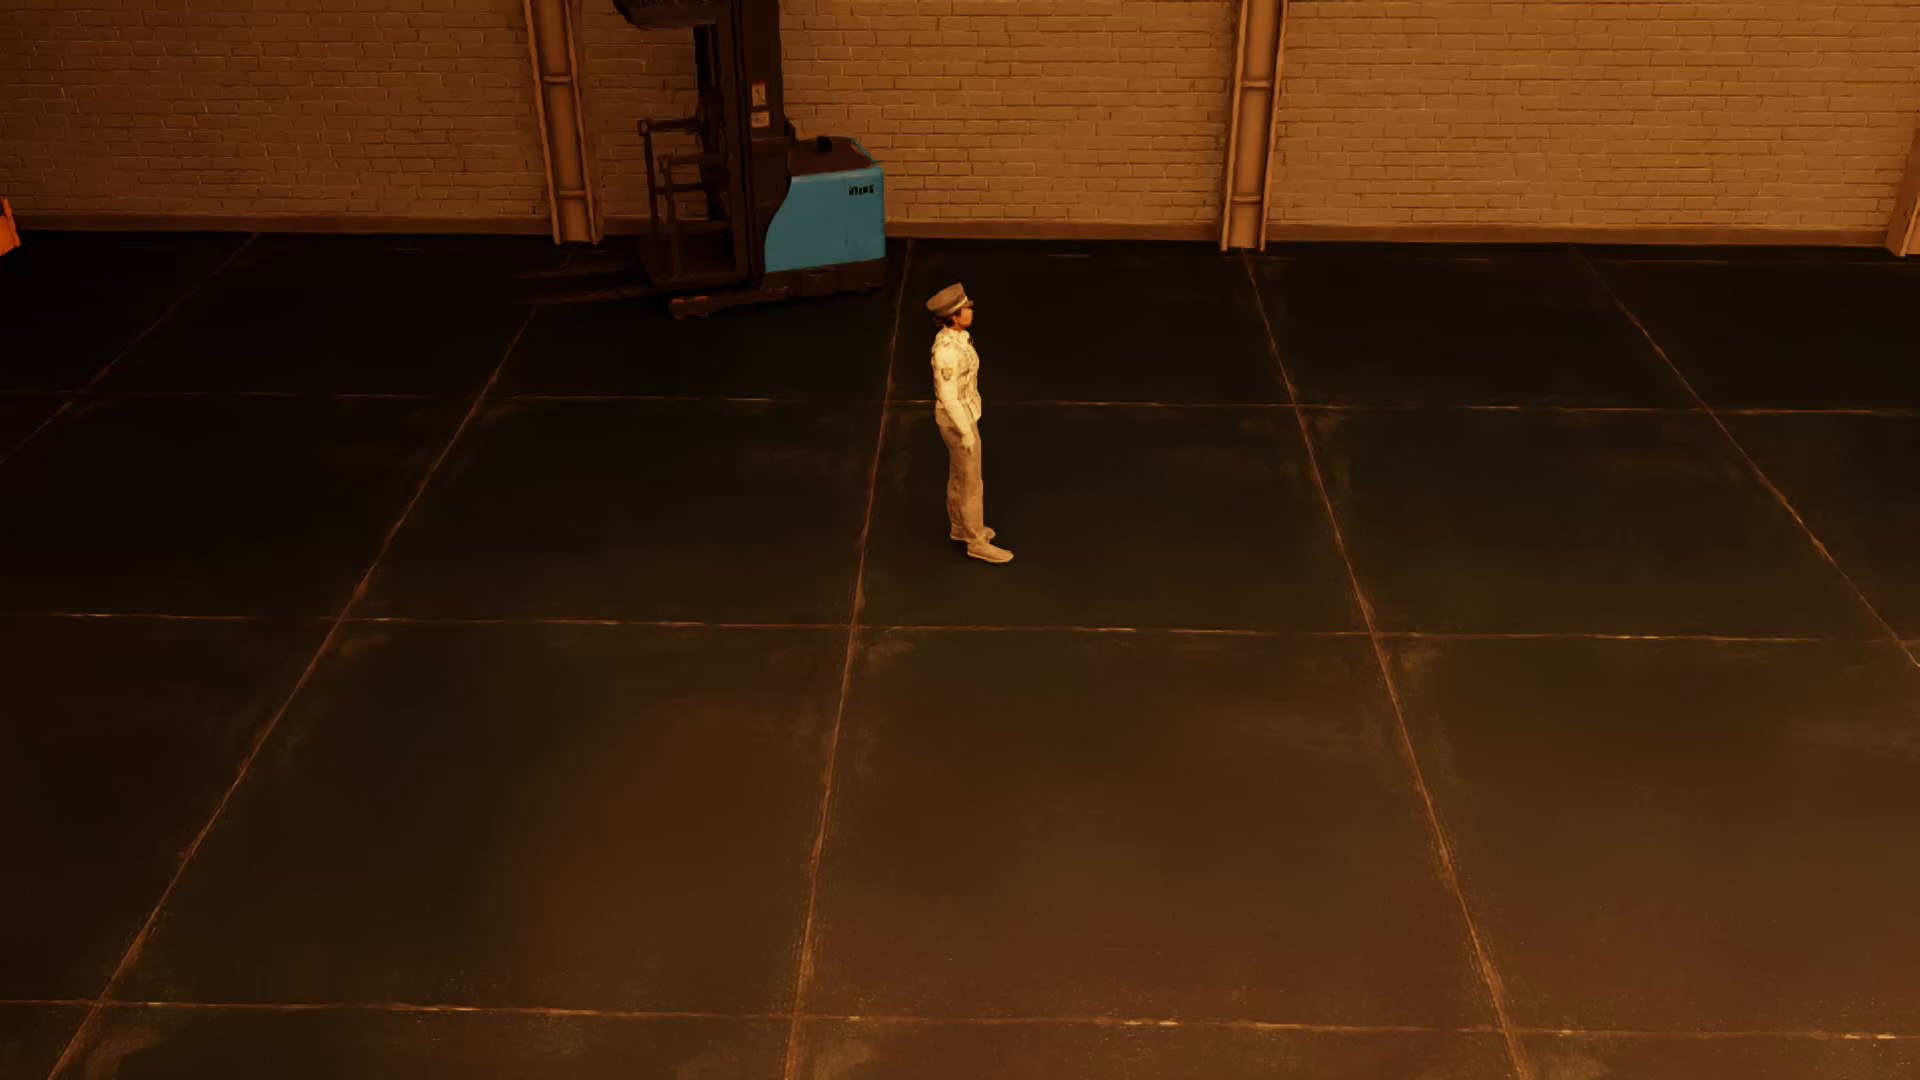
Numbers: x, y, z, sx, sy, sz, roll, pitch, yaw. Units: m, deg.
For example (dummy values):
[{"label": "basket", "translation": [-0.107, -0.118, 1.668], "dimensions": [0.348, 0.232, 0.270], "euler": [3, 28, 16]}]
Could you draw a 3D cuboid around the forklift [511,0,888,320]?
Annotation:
[{"label": "forklift", "translation": [-2.183, -3.359, 13.311], "dimensions": [3.031, 2.935, 1.130], "euler": [-10, 32, -16]}]

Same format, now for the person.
[{"label": "person", "translation": [0.067, -0.732, 10.058], "dimensions": [0.532, 1.695, 0.586], "euler": [1, 31, 1]}]
